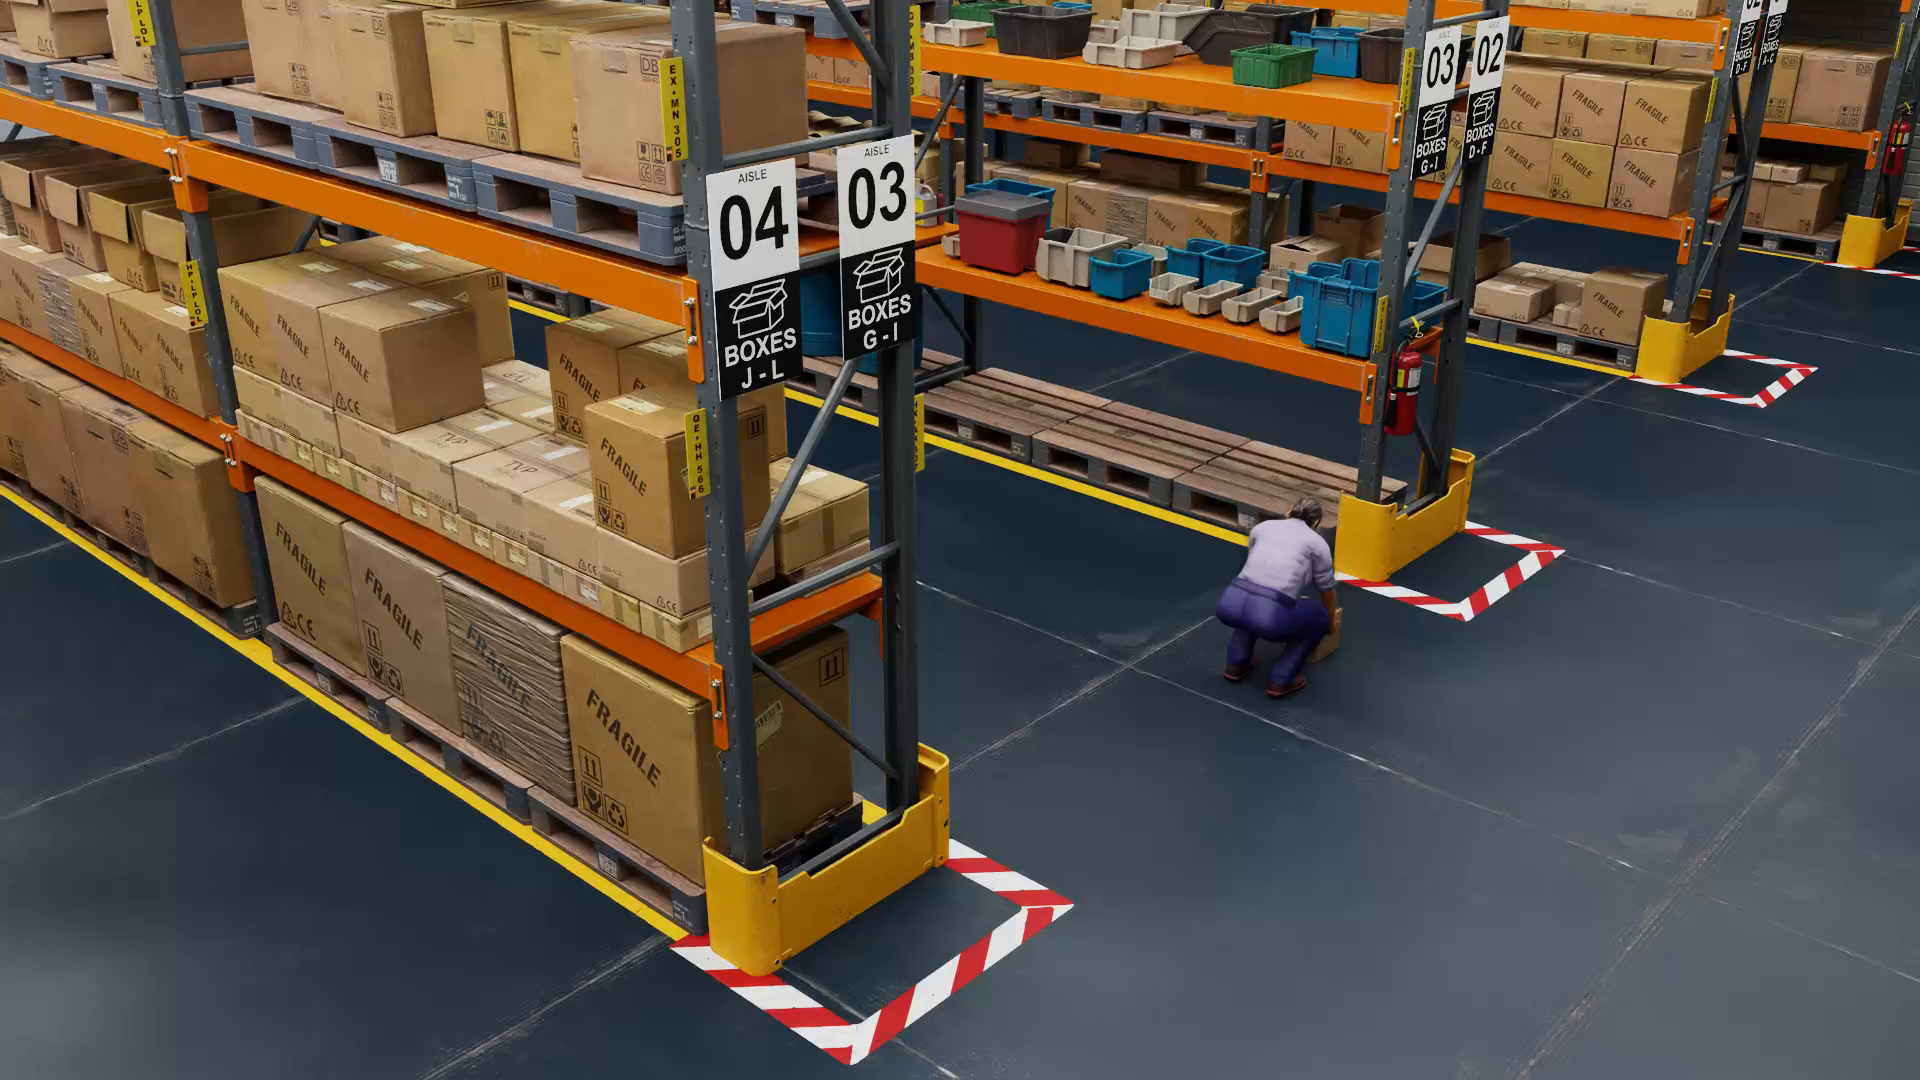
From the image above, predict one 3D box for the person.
[{"bbox_3d":[1.689,0.302,8.845,0.526,0.920,0.825,20,31,37],"label":"person"}]
